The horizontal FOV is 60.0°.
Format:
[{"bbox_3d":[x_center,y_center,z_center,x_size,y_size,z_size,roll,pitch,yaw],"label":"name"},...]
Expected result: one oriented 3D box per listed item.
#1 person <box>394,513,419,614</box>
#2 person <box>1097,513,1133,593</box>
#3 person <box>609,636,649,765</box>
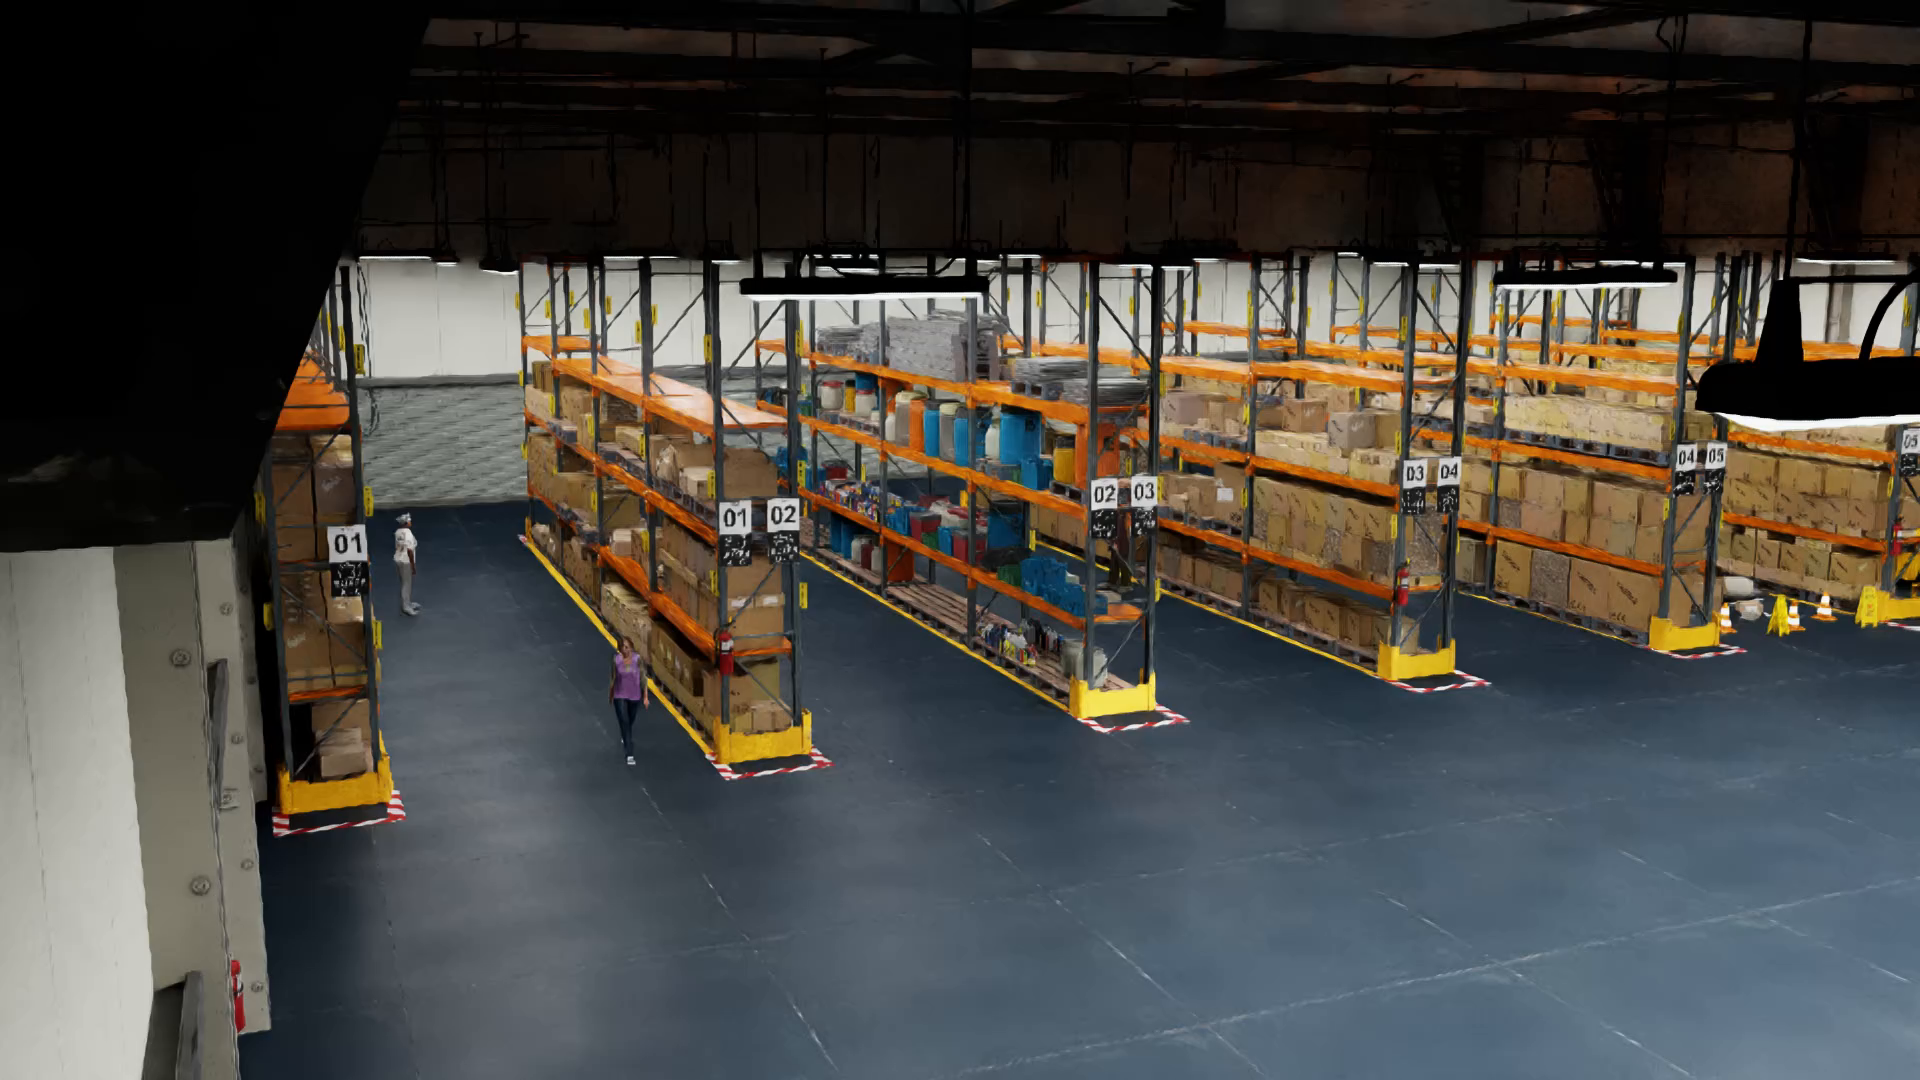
[{"bbox_3d":[-9.353,0.389,28.187,0.441,1.681,0.552,-9,14,-42],"label":"person"},{"bbox_3d":[2.799,0.022,29.885,0.644,1.773,0.673,0,10,2],"label":"person"},{"bbox_3d":[-4.043,1.901,20.323,0.432,1.539,0.947,-4,11,-23],"label":"person"}]
